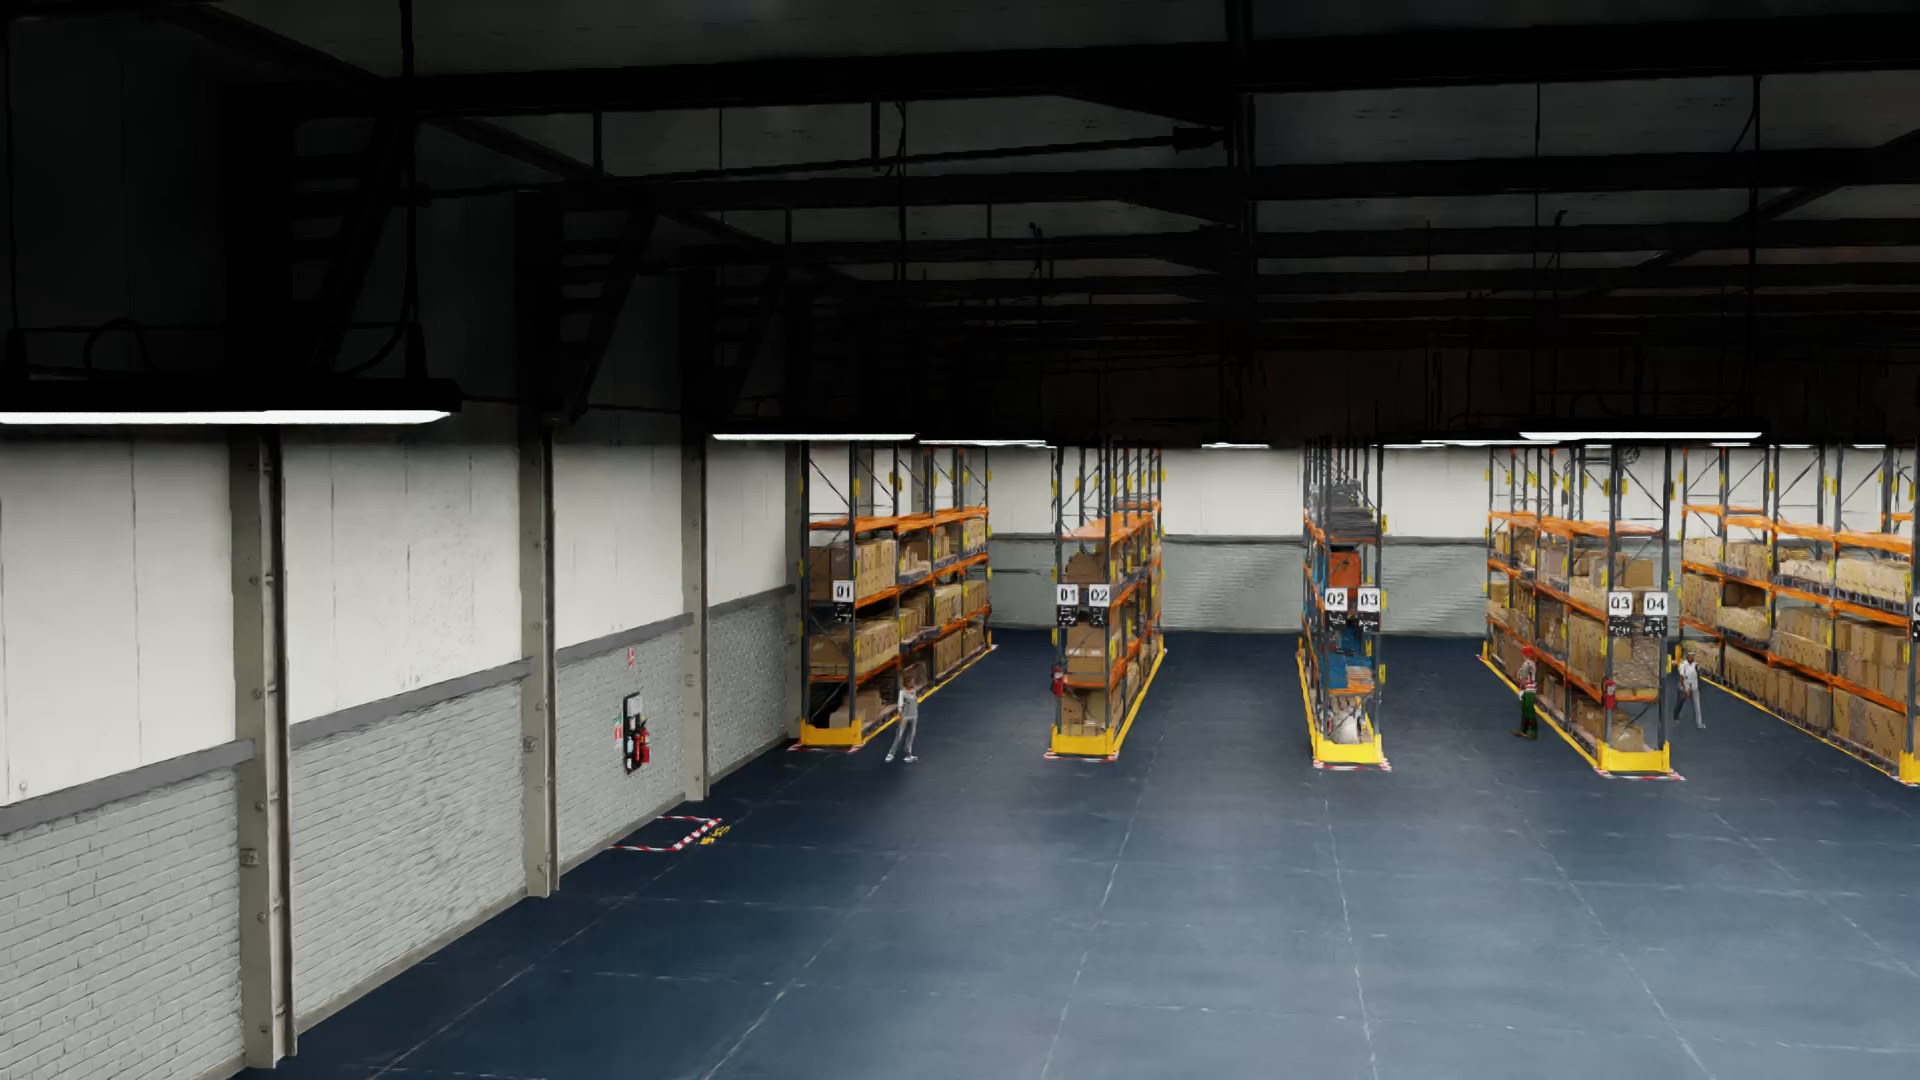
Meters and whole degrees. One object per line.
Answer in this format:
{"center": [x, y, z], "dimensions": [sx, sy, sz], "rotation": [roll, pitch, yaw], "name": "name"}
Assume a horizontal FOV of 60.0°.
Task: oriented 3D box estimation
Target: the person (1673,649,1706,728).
{"center": [15.012, 3.041, 34.271], "dimensions": [0.448, 1.623, 0.997], "rotation": [0, 3, 2], "name": "person"}

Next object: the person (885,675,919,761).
{"center": [-1.078, 3.280, 30.546], "dimensions": [0.592, 1.591, 0.446], "rotation": [-3, 4, -40], "name": "person"}

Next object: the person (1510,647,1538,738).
{"center": [11.271, 3.022, 33.163], "dimensions": [0.574, 1.785, 0.664], "rotation": [2, 4, 30], "name": "person"}
